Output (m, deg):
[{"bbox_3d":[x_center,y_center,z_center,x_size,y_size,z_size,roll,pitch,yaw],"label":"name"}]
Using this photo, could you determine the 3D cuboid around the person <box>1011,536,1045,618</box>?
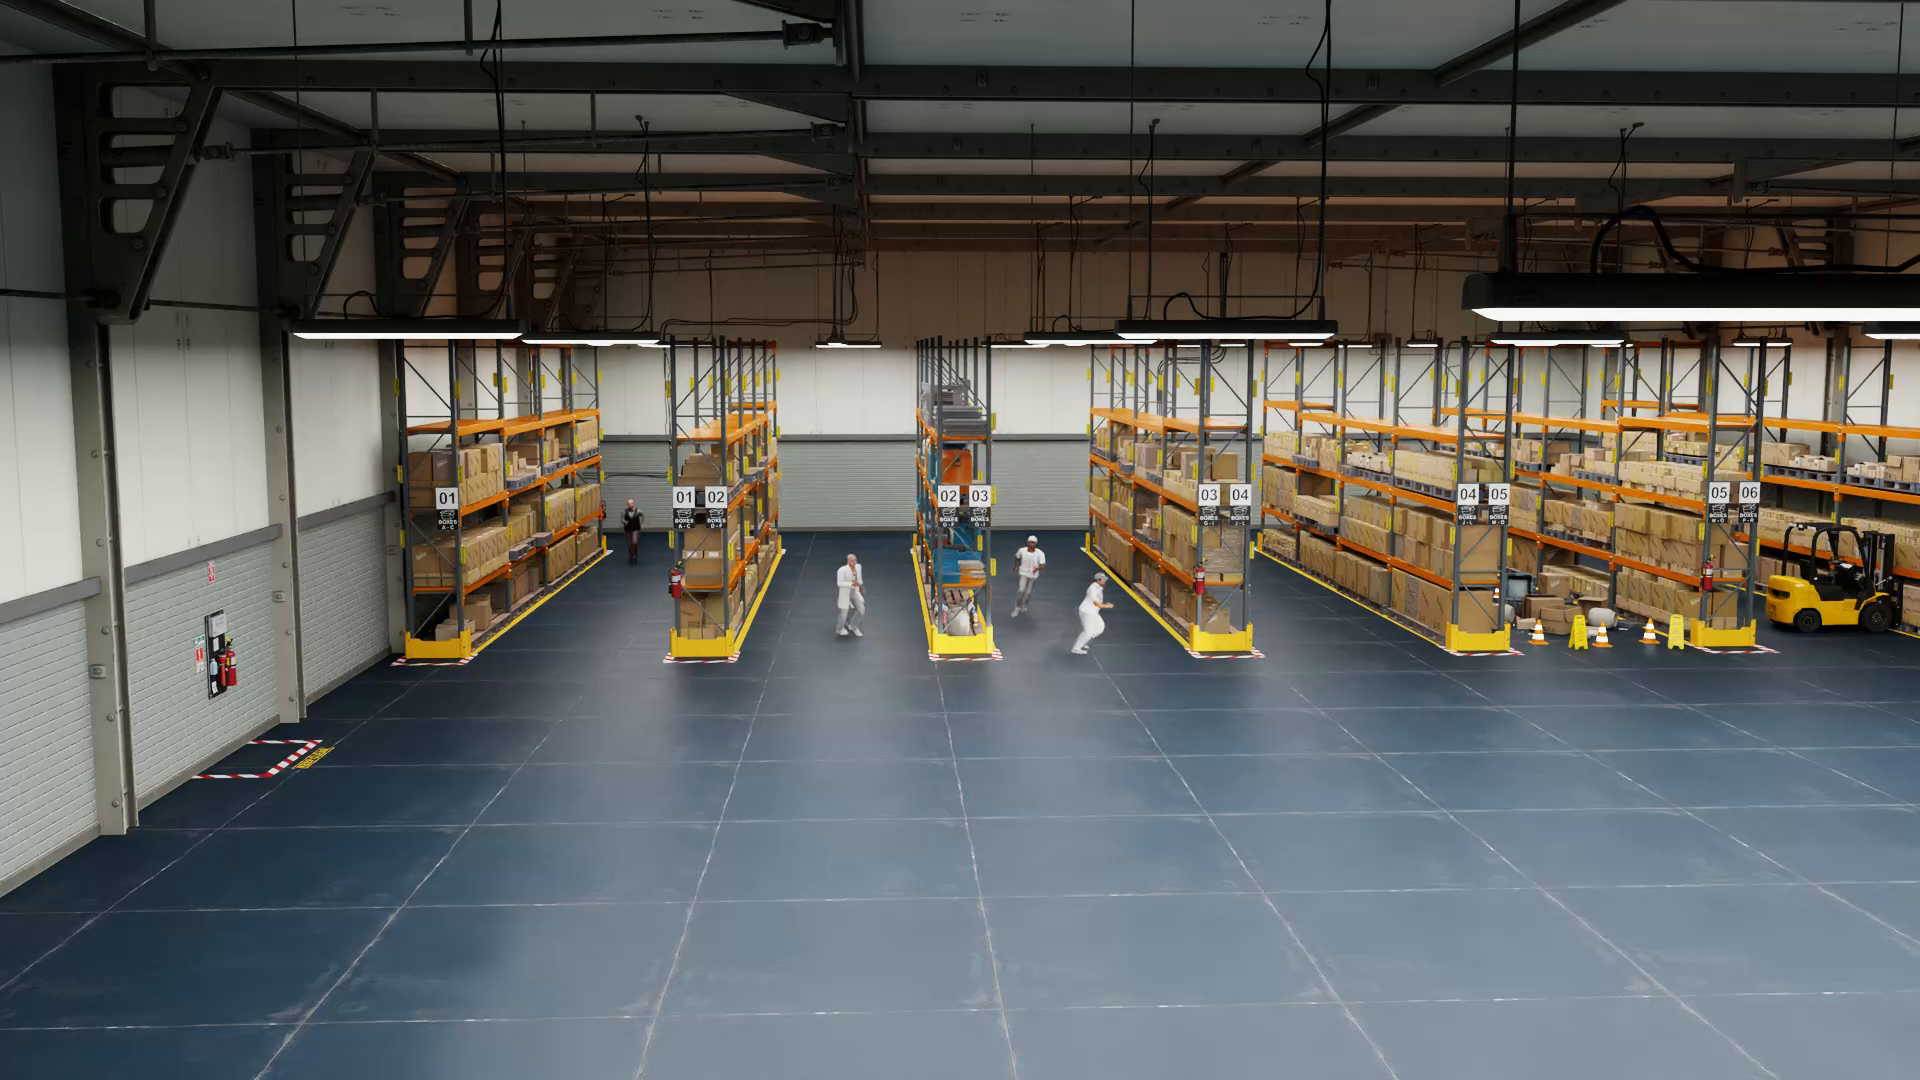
[{"bbox_3d":[1.466,0.772,35.888,0.742,1.729,0.835,0,6,1],"label":"person"}]

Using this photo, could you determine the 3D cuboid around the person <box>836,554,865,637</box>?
[{"bbox_3d":[-2.195,1.106,33.260,0.699,1.697,1.005,-4,7,-29],"label":"person"}]

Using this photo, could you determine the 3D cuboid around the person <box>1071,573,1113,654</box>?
[{"bbox_3d":[2.514,1.385,31.516,0.799,1.566,0.596,1,7,13],"label":"person"}]

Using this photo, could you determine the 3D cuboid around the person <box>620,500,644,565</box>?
[{"bbox_3d":[-8.840,-0.228,44.800,0.609,1.721,0.815,0,6,-2],"label":"person"}]
